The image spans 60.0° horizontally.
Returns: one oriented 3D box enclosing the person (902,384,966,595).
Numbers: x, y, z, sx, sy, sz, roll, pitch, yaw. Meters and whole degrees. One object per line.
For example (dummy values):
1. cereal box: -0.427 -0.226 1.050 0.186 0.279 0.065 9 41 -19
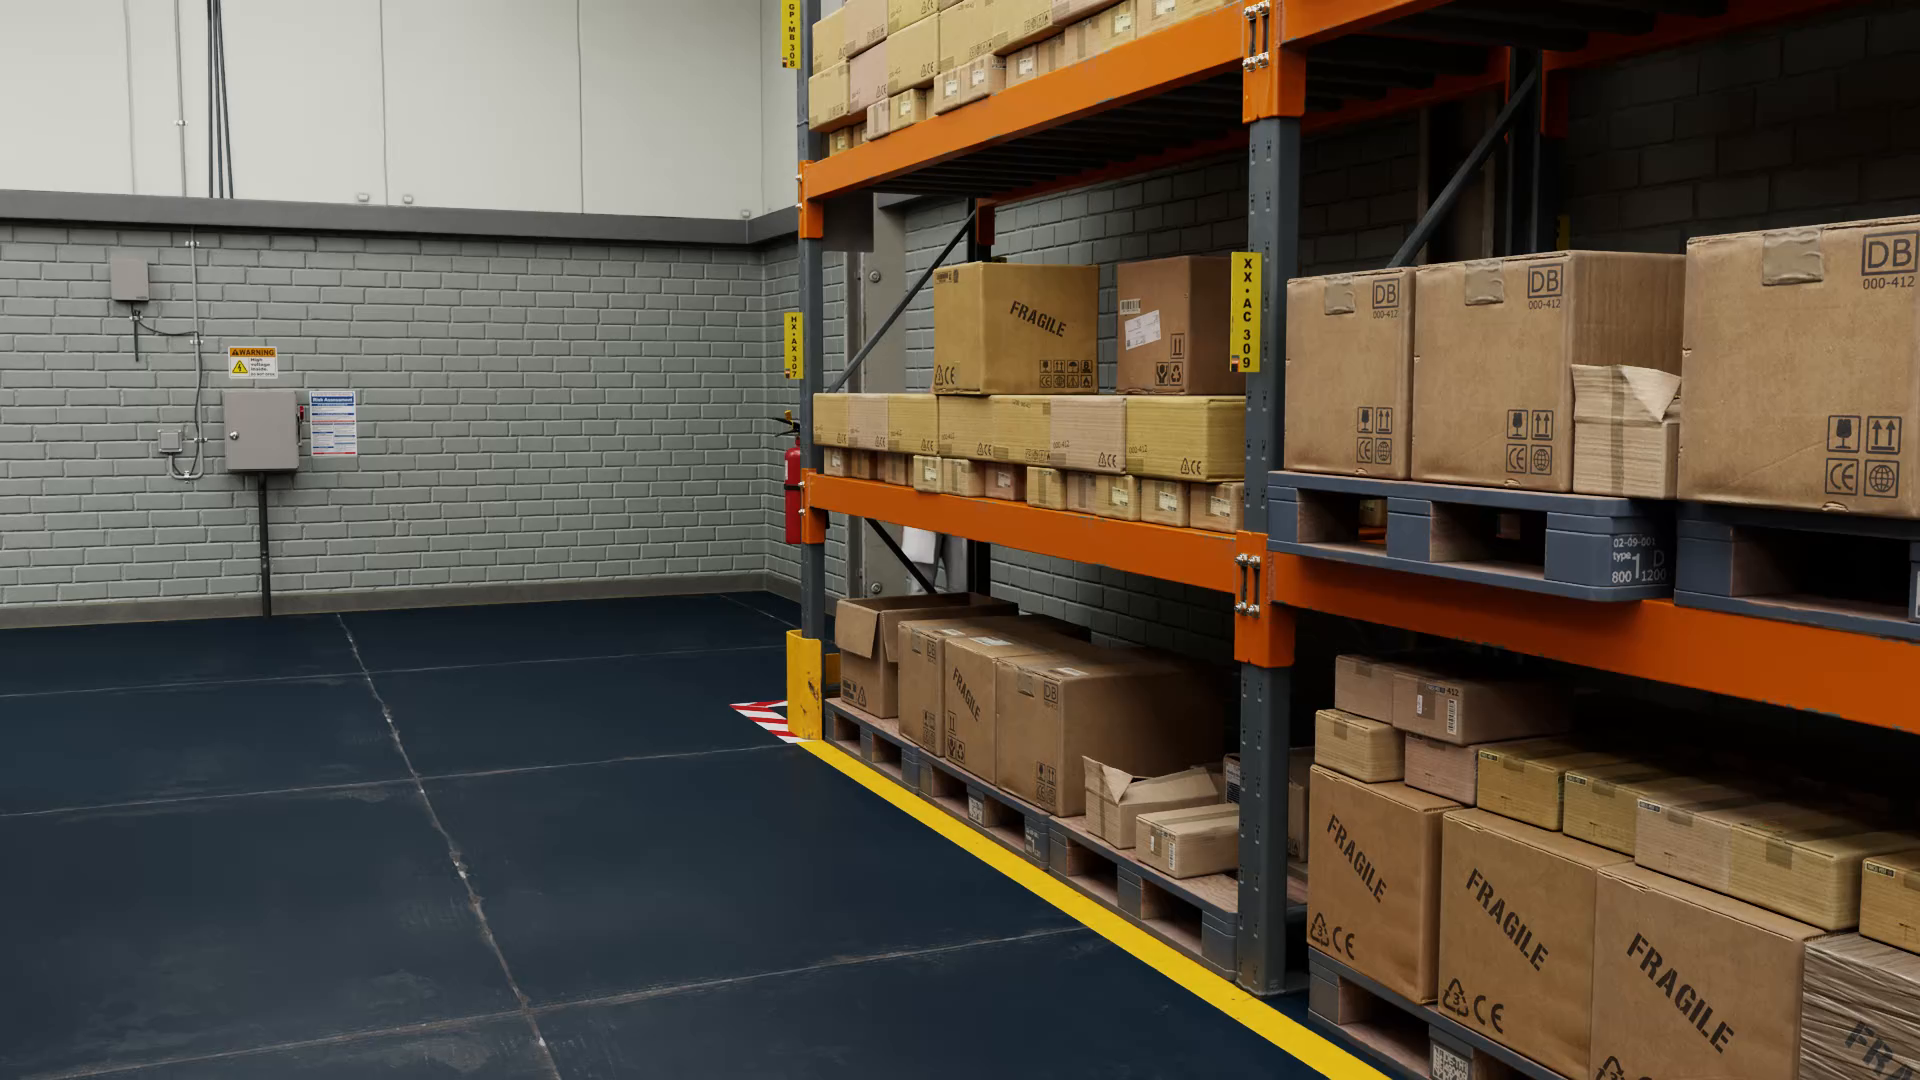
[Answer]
1. person: -0.103 -0.094 10.234 0.562 1.776 0.381 -1 5 -16
